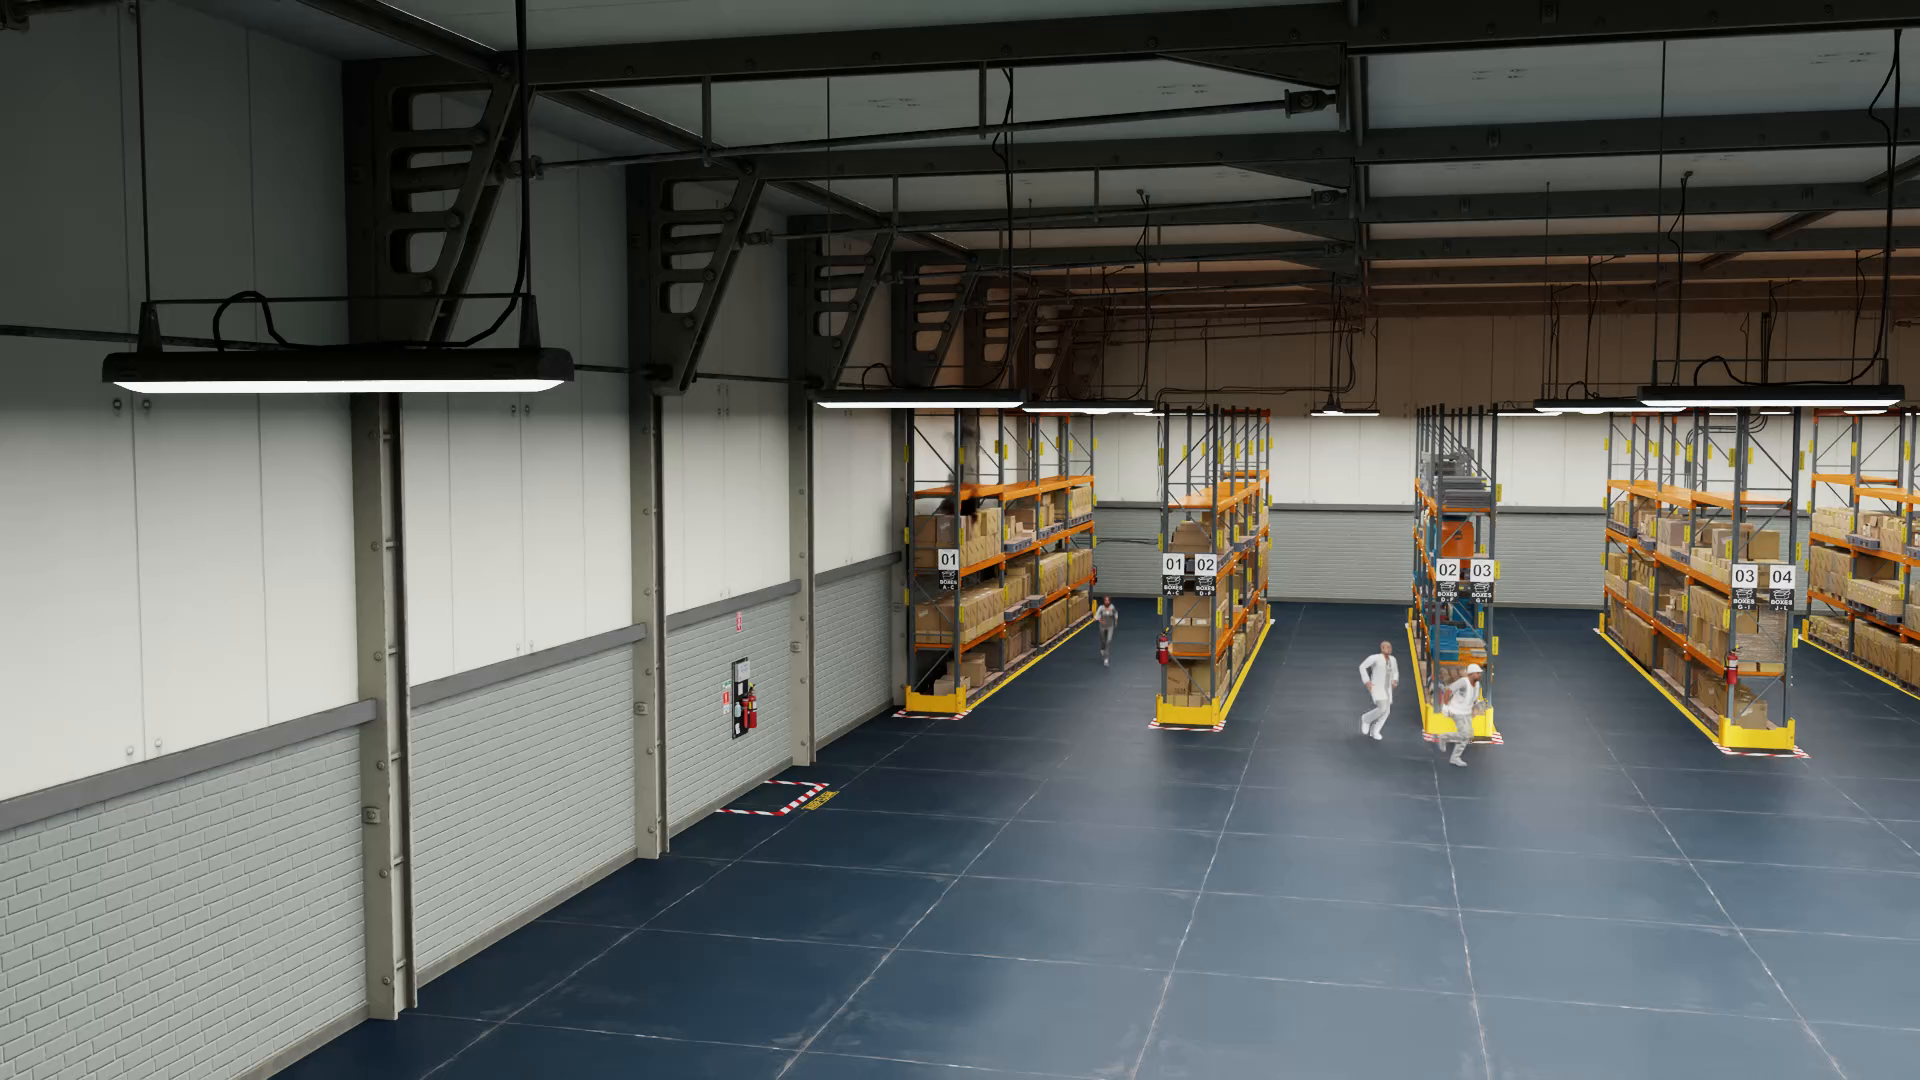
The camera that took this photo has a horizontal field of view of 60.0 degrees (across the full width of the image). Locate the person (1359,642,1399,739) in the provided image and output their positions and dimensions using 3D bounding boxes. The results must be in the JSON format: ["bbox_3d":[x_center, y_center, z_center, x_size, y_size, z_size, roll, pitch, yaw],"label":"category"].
[{"bbox_3d":[7.590,2.696,29.937,0.747,1.739,0.569,-3,5,-32],"label":"person"}]

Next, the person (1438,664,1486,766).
[{"bbox_3d":[8.305,2.882,27.546,0.759,1.702,0.674,4,5,40],"label":"person"}]

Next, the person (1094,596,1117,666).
[{"bbox_3d":[3.423,2.105,38.980,0.564,1.567,0.921,0,4,-2],"label":"person"}]
